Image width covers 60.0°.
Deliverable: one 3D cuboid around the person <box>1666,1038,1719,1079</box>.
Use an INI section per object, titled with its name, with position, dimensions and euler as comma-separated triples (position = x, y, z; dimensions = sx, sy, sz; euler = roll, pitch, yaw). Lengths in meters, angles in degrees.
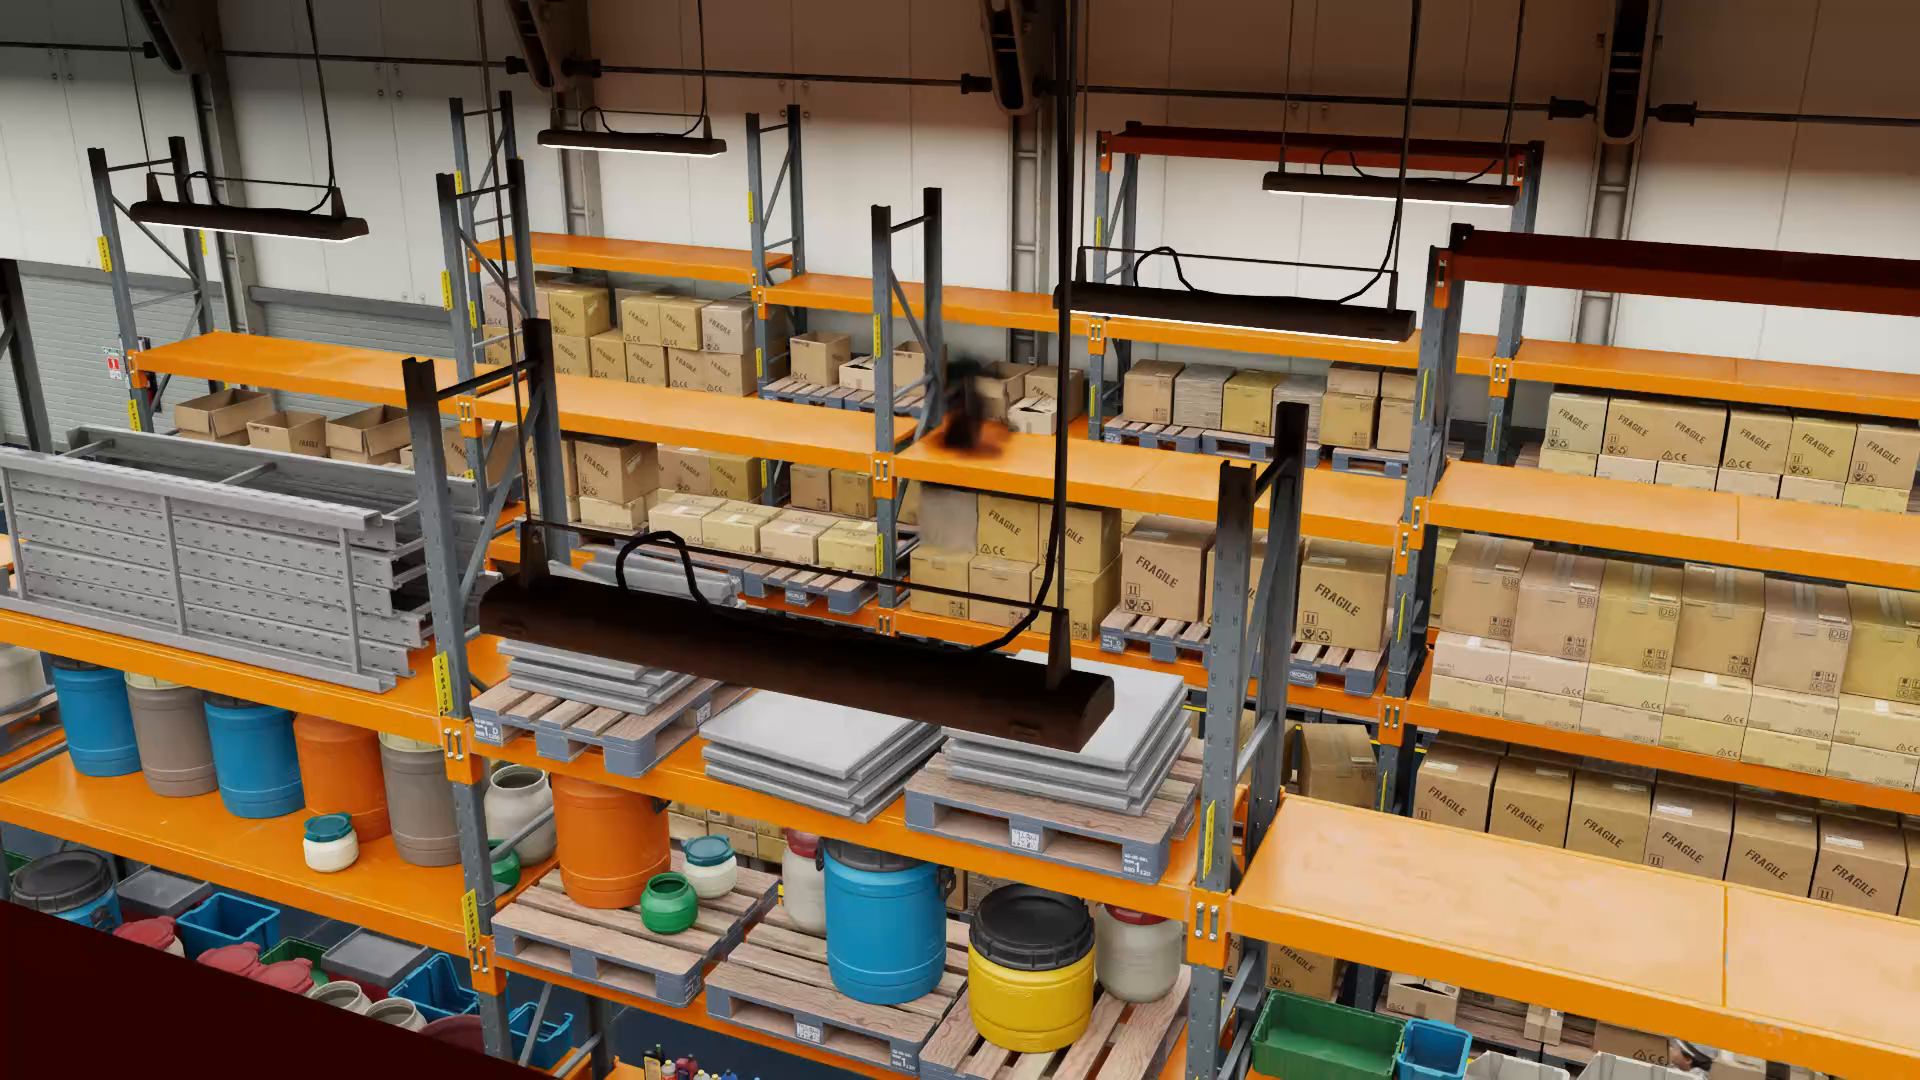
[person]
position = 4.429, 3.761, 10.301
dimensions = 0.641, 1.693, 0.626
euler = 2, 21, 6
